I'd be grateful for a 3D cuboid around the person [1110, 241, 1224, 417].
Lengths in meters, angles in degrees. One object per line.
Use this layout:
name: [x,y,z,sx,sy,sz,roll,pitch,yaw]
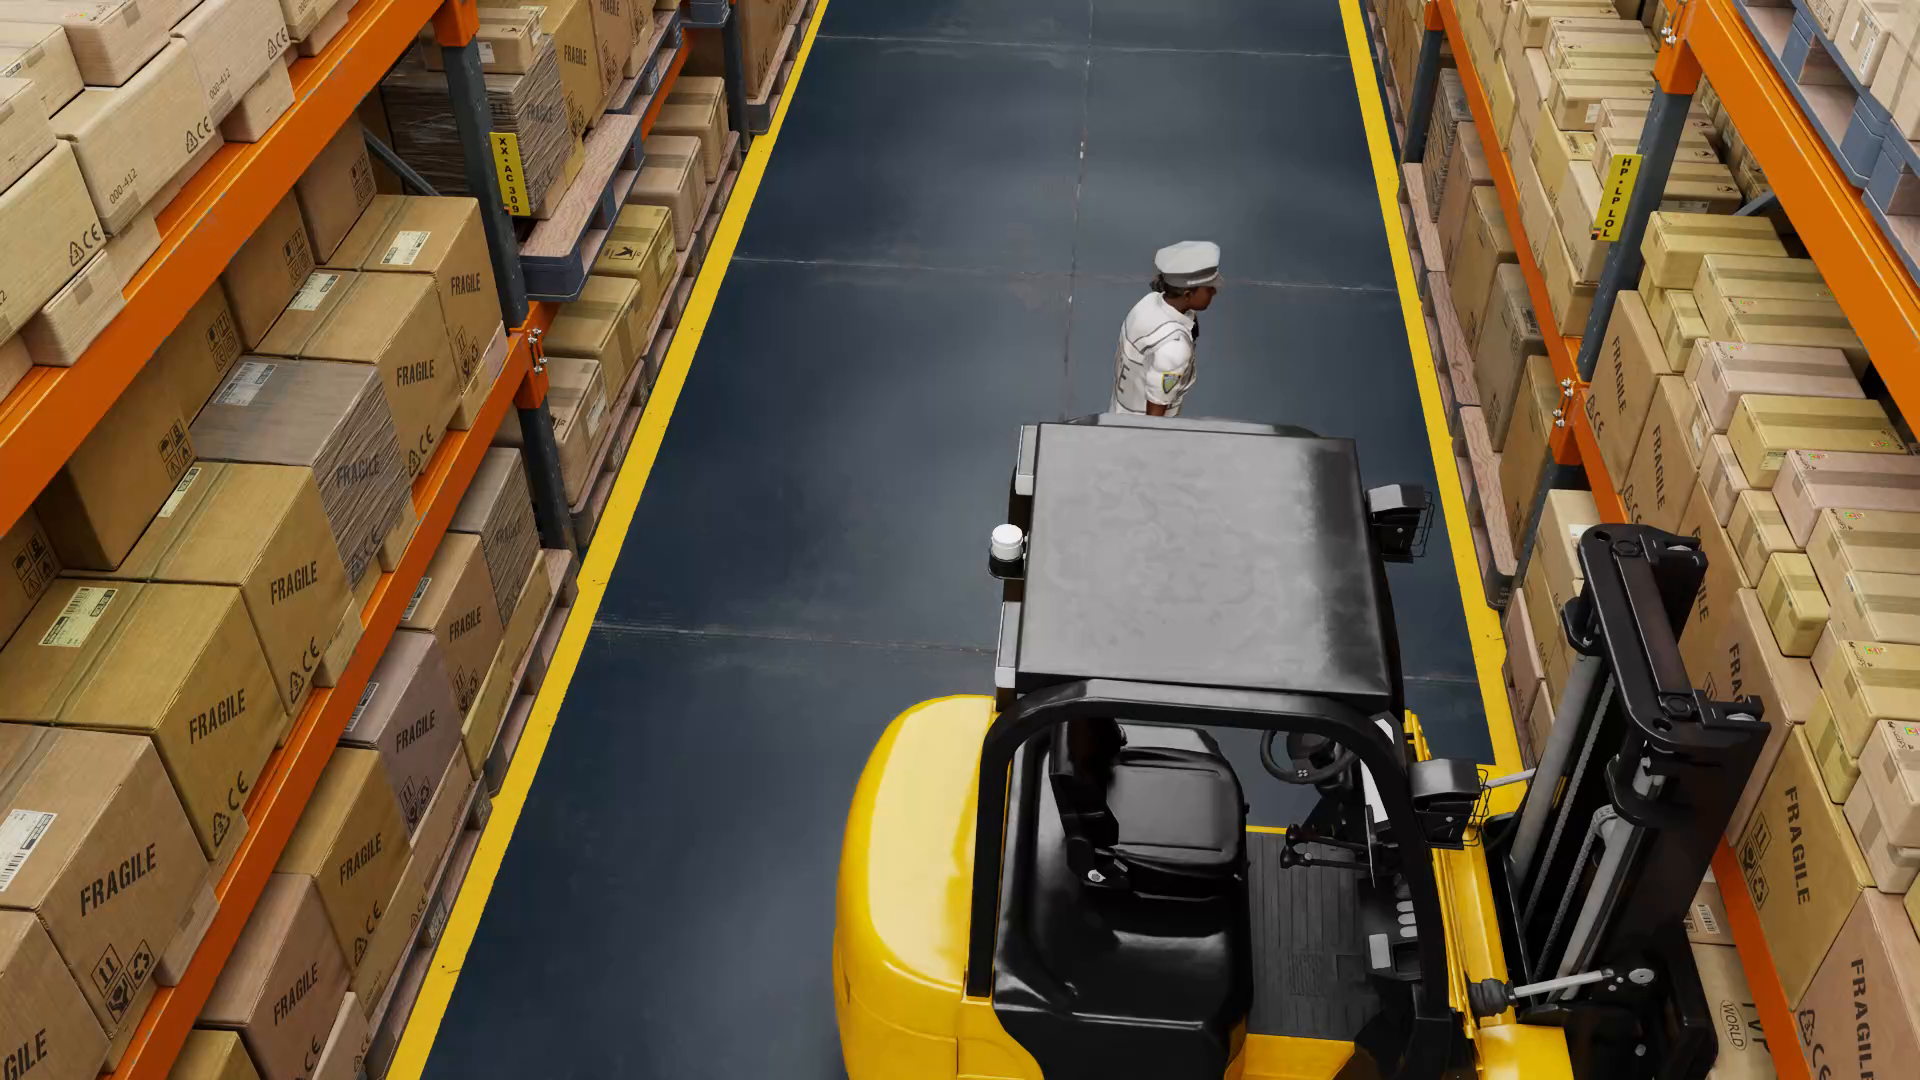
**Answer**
person: [0.805,-0.417,6.645,0.421,1.664,0.532,1,40,1]
